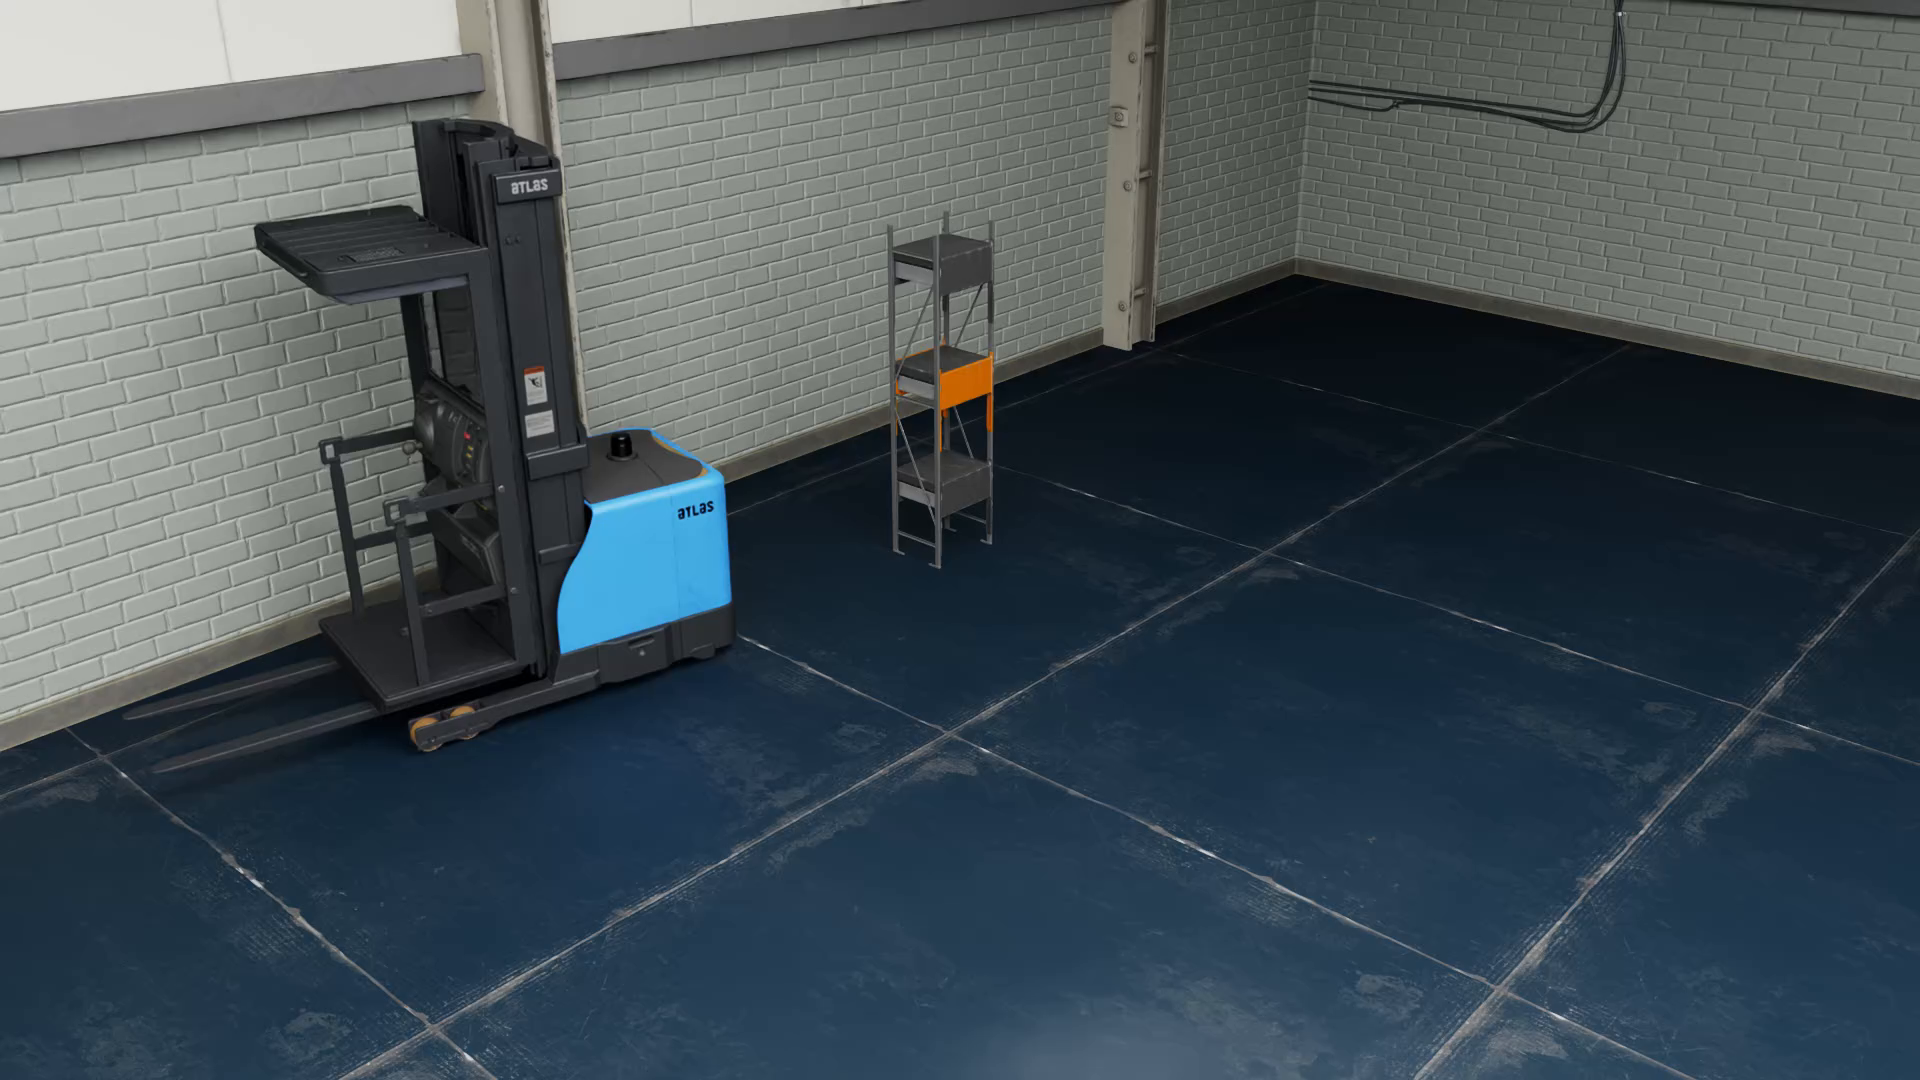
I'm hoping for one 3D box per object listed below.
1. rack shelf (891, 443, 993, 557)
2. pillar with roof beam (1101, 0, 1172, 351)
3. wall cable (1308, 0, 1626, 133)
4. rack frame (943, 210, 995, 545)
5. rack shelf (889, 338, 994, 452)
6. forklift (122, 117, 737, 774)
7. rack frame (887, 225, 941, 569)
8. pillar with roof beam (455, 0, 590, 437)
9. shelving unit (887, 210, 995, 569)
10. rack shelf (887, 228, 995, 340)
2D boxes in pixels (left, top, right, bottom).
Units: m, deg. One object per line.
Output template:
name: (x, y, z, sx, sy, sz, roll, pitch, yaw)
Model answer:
rack shelf: (-0.110, -0.256, 10.500, 0.431, 0.518, 0.480, 20, 31, 38)
pillar with roof beam: (4.680, -4.672, 10.171, 9.100, 9.000, 0.400, 20, 31, 38)
wall cable: (4.425, -4.967, 14.625, 3.097, 2.526, 0.112, 20, 31, 38)
rack frame: (0.052, -0.982, 10.374, 0.400, 2.100, 0.015, 20, 31, 38)
rack shelf: (-0.110, -0.895, 10.214, 0.431, 0.518, 0.480, 20, 31, 38)
forklift: (-2.745, -0.519, 8.324, 3.031, 2.935, 1.130, -17, 29, -33)
rack frame: (-0.273, -0.833, 10.042, 0.400, 2.100, 0.015, 20, 31, 38)
pillar with roof beam: (0.676, -2.844, 6.094, 9.100, 9.000, 0.400, 20, 31, 38)
shelving unit: (-0.110, -0.908, 10.208, 0.431, 2.100, 0.503, 20, 31, 38)
rack shelf: (-0.110, -1.534, 9.927, 0.431, 0.518, 0.480, 20, 31, 38)
